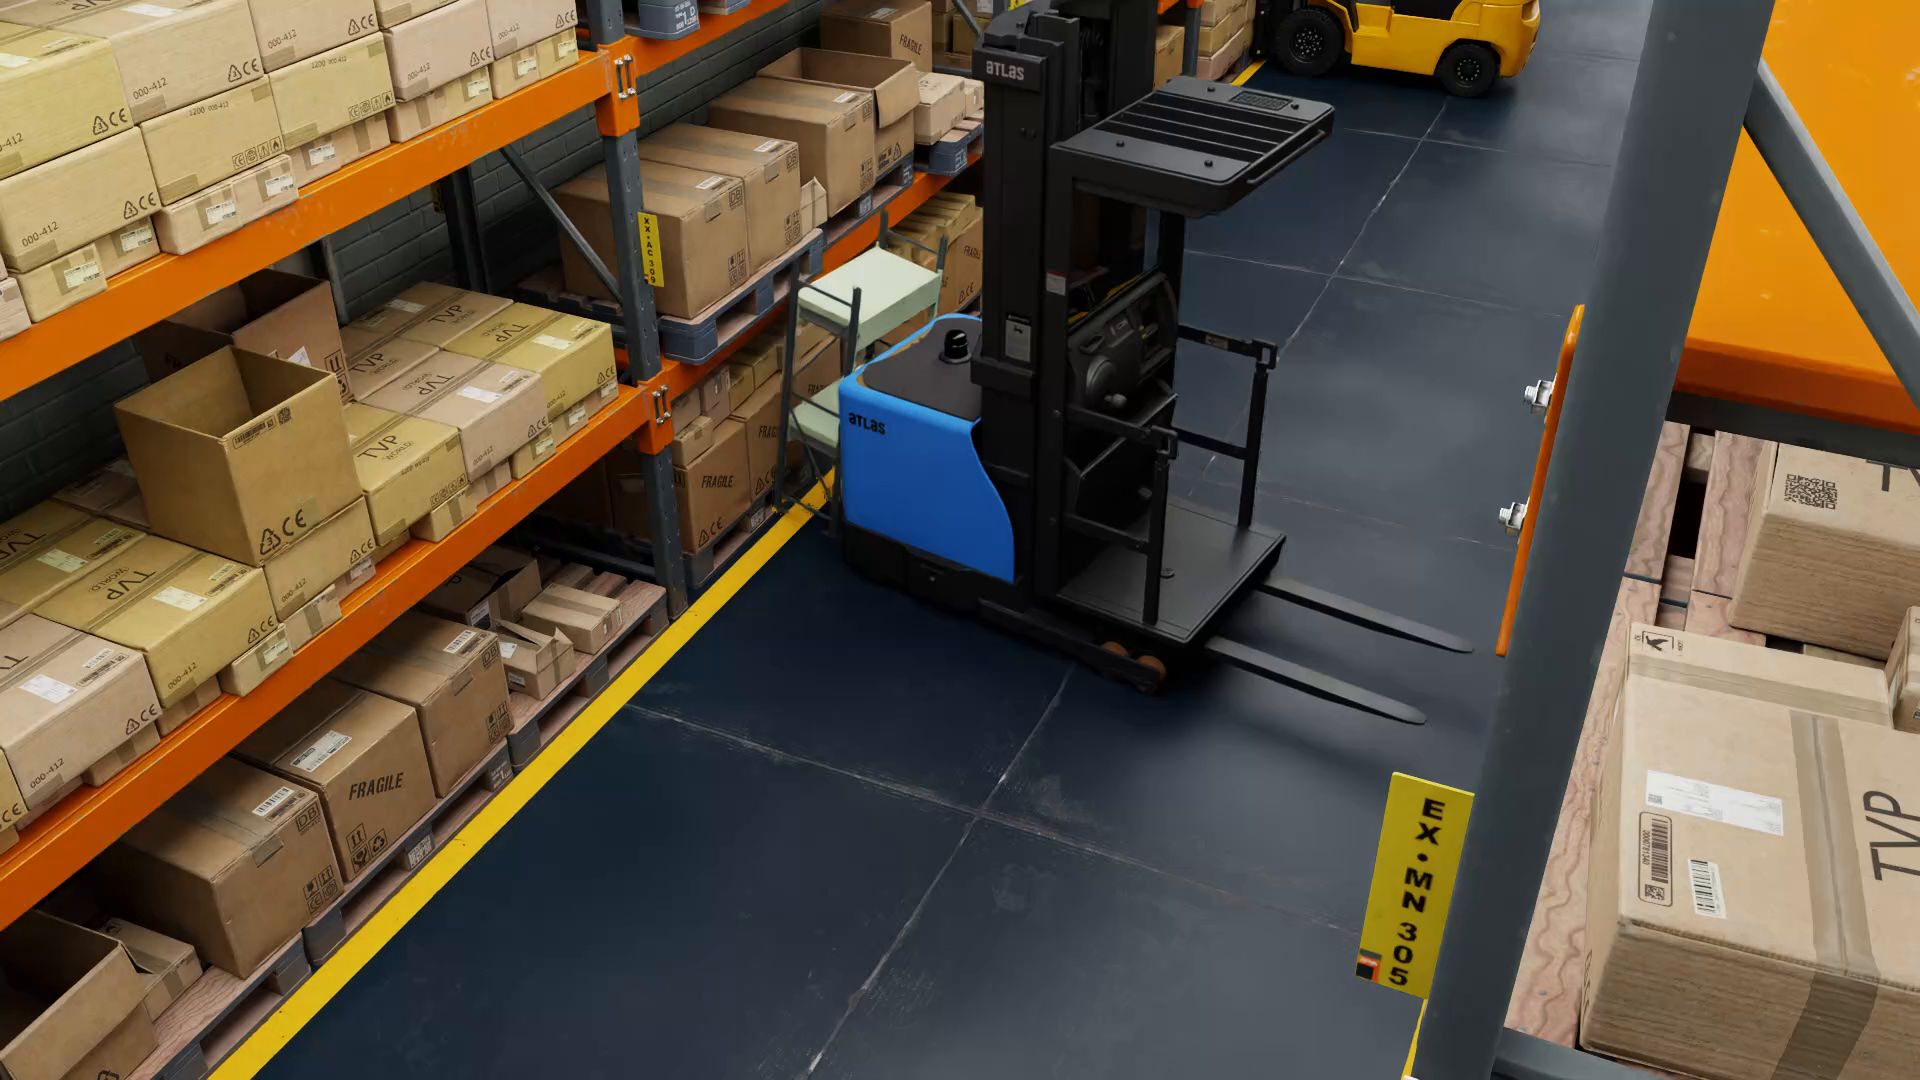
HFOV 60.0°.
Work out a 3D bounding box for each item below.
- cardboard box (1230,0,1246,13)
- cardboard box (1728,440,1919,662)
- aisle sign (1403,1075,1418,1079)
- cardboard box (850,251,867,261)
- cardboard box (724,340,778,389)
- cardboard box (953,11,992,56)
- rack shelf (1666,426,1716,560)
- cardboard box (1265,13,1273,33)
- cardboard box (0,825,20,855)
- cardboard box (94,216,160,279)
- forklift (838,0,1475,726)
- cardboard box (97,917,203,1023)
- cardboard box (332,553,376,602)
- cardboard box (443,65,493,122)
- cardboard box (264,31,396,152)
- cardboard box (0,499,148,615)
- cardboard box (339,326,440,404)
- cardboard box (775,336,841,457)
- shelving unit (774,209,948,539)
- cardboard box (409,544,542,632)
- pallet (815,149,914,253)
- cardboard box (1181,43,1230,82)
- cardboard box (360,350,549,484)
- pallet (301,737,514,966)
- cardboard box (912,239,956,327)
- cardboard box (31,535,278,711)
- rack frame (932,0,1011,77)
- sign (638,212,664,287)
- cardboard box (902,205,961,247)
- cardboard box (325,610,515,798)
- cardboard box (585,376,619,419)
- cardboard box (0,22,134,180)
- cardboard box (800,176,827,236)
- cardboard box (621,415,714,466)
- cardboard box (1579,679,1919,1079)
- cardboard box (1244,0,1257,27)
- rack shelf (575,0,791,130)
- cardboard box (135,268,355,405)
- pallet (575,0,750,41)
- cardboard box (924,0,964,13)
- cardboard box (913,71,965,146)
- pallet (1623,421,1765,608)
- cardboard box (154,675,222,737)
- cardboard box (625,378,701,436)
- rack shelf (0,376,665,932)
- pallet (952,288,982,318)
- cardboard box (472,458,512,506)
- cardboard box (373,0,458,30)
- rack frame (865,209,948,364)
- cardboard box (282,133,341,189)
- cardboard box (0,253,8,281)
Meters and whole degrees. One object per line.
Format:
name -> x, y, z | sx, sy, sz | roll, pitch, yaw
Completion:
cardboard box -> 2.235, -4.849, 14.623 | 0.500, 0.250, 0.500 | 14, 36, 21
cardboard box -> 1.686, -0.039, 2.946 | 0.500, 0.311, 0.500 | 15, 36, 21
aisle sign -> 0.703, 1.007, 2.108 | 0.394, 0.787, 0.004 | 14, 36, 20
cardboard box -> -0.617, -1.580, 9.729 | 0.380, 0.149, 0.250 | 14, 36, 20
cardboard box -> -1.185, -0.945, 8.760 | 0.380, 0.149, 0.250 | 14, 36, 20
cardboard box -> 0.282, -3.298, 10.724 | 0.500, 0.250, 0.500 | 14, 36, 20
rack shelf -> 1.851, 0.180, 3.661 | 1.077, 0.370, 4.000 | 14, 36, 20
cardboard box -> 2.658, -4.939, 15.672 | 0.500, 0.250, 0.500 | 15, 36, 22
cardboard box -> -3.044, 0.859, 4.933 | 0.380, 0.149, 0.250 | 15, 36, 22
cardboard box -> -2.594, -0.893, 4.870 | 0.380, 0.149, 0.250 | 14, 36, 20
forklift -> 0.910, -0.857, 7.384 | 3.031, 2.935, 1.130 | 20, 38, 28
cardboard box -> -2.941, 1.523, 5.908 | 0.380, 0.149, 0.250 | 13, 35, 19
cardboard box -> -2.388, 0.086, 6.112 | 0.380, 0.149, 0.250 | 14, 36, 20
cardboard box -> -1.930, -1.649, 6.023 | 0.380, 0.149, 0.250 | 15, 36, 22
cardboard box -> -2.229, -1.504, 5.439 | 0.500, 0.250, 0.500 | 15, 36, 21
cardboard box -> -3.116, 0.139, 5.669 | 0.500, 0.250, 0.500 | 15, 36, 22
cardboard box -> -2.478, -0.625, 6.834 | 0.500, 0.250, 0.500 | 14, 36, 20
cardboard box -> -0.989, -0.834, 9.184 | 0.500, 0.500, 0.500 | 13, 35, 19
shelving unit -> -0.528, -0.847, 8.618 | 0.431, 1.500, 0.755 | 27, 41, 22
cardboard box -> -2.313, 0.224, 7.742 | 0.500, 0.311, 0.500 | 15, 36, 22
pallet -> -0.958, -1.942, 9.151 | 1.003, 0.211, 1.213 | 14, 36, 20
cardboard box -> 2.028, -4.175, 14.506 | 0.500, 0.250, 0.500 | 15, 36, 21
cardboard box -> -2.010, -0.499, 6.641 | 0.500, 0.250, 0.500 | 14, 36, 21
pallet -> -2.619, 1.118, 6.853 | 1.003, 0.211, 1.213 | 14, 36, 20
cardboard box -> -0.349, -1.616, 10.375 | 0.500, 0.500, 0.500 | 14, 36, 20
cardboard box -> -2.641, 0.262, 5.480 | 0.500, 0.250, 0.500 | 13, 36, 20
rack frame -> -0.149, -2.992, 10.578 | 1.000, 3.000, 0.127 | 14, 36, 20
sign -> -1.326, -1.241, 7.118 | 0.100, 0.325, 0.005 | 14, 36, 20
cardboard box -> -0.211, -1.946, 10.288 | 0.380, 0.149, 0.250 | 12, 35, 18
cardboard box -> -2.326, 0.645, 6.927 | 0.700, 0.500, 0.500 | 13, 35, 19
cardboard box -> -1.726, -0.678, 7.278 | 0.380, 0.149, 0.250 | 15, 36, 21
cardboard box -> -2.654, -1.198, 4.516 | 0.500, 0.250, 0.500 | 14, 36, 20
cardboard box -> -0.892, -1.723, 8.382 | 0.396, 0.266, 0.258 | 16, 36, 23
cardboard box -> -1.430, -0.519, 8.111 | 0.380, 0.149, 0.250 | 16, 36, 23
cardboard box -> 1.121, 0.475, 2.217 | 0.500, 0.250, 0.500 | 11, 35, 16
cardboard box -> 2.437, -4.888, 15.138 | 0.500, 0.250, 0.500 | 14, 36, 20
rack shelf -> -0.985, -2.949, 8.433 | 1.077, 0.370, 4.000 | 14, 36, 20
cardboard box -> -2.687, -0.694, 6.255 | 0.500, 0.500, 0.500 | 13, 35, 19
pallet -> -1.486, -2.484, 7.239 | 1.213, 0.211, 1.003 | 14, 36, 20
cardboard box -> -0.196, -3.514, 10.690 | 0.380, 0.149, 0.250 | 15, 36, 22
cardboard box -> -0.296, -2.505, 9.589 | 0.500, 0.250, 0.500 | 12, 35, 18
pallet -> 1.824, -0.070, 3.466 | 1.003, 0.211, 1.213 | 14, 36, 20
cardboard box -> -2.699, 0.475, 5.519 | 0.380, 0.149, 0.250 | 15, 36, 21
cardboard box -> -1.485, -0.657, 8.051 | 0.380, 0.149, 0.250 | 14, 36, 20
rack shelf -> -2.659, 0.297, 6.217 | 1.077, 0.370, 4.000 | 14, 36, 20
pallet -> -0.495, -1.463, 10.788 | 1.003, 0.211, 1.213 | 14, 36, 20
cardboard box -> -2.036, -0.284, 6.677 | 0.380, 0.149, 0.250 | 15, 36, 22
cardboard box -> -2.019, -1.964, 5.683 | 0.500, 0.250, 0.500 | 14, 36, 20
rack frame -> -0.326, -1.015, 8.873 | 0.400, 1.500, 0.023 | 27, 41, 22
cardboard box -> -2.275, -1.275, 5.452 | 0.380, 0.149, 0.250 | 15, 36, 21
cardboard box -> -2.868, -0.740, 4.273 | 0.500, 0.250, 0.500 | 15, 36, 21
